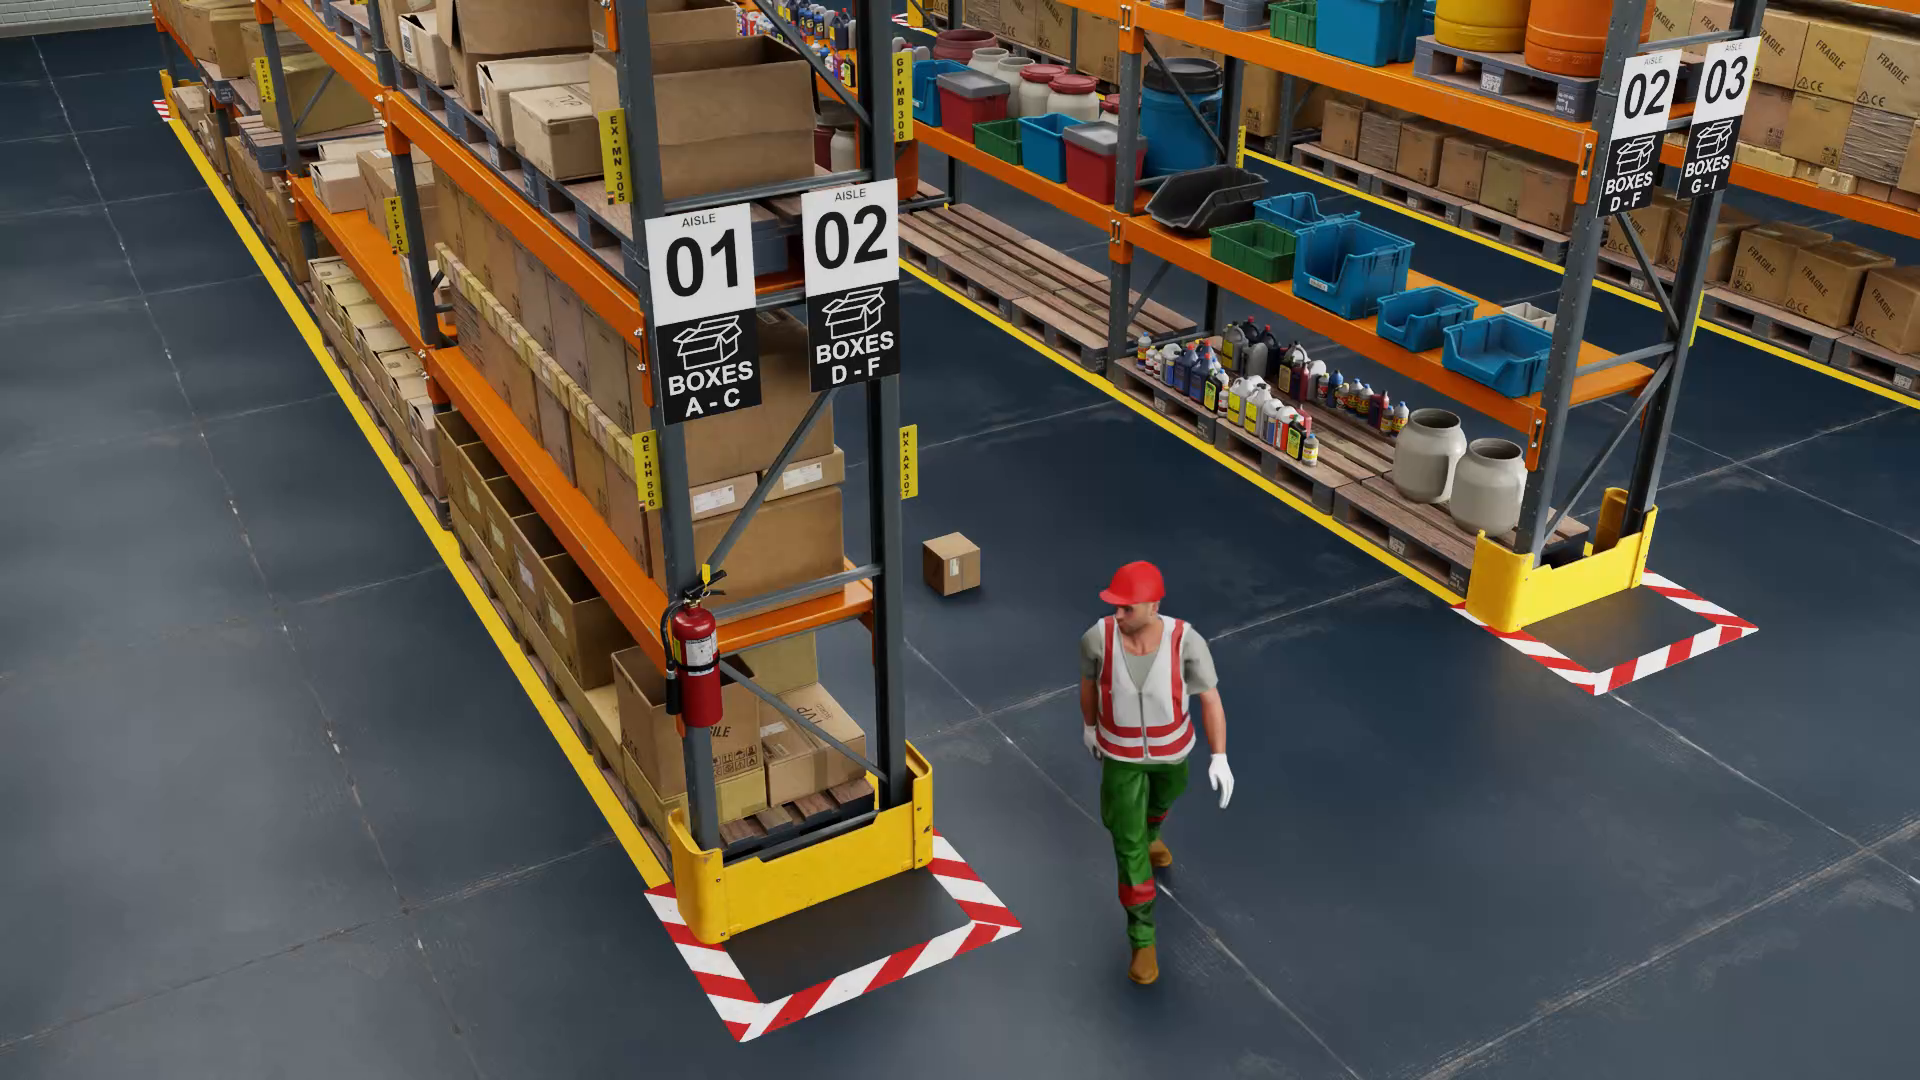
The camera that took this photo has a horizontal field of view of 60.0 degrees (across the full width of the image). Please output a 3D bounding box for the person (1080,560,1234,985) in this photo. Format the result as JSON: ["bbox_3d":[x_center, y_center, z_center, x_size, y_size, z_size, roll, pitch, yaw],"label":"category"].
[{"bbox_3d":[0.802,0.890,6.918,0.615,1.738,1.051,0,29,0],"label":"person"}]
